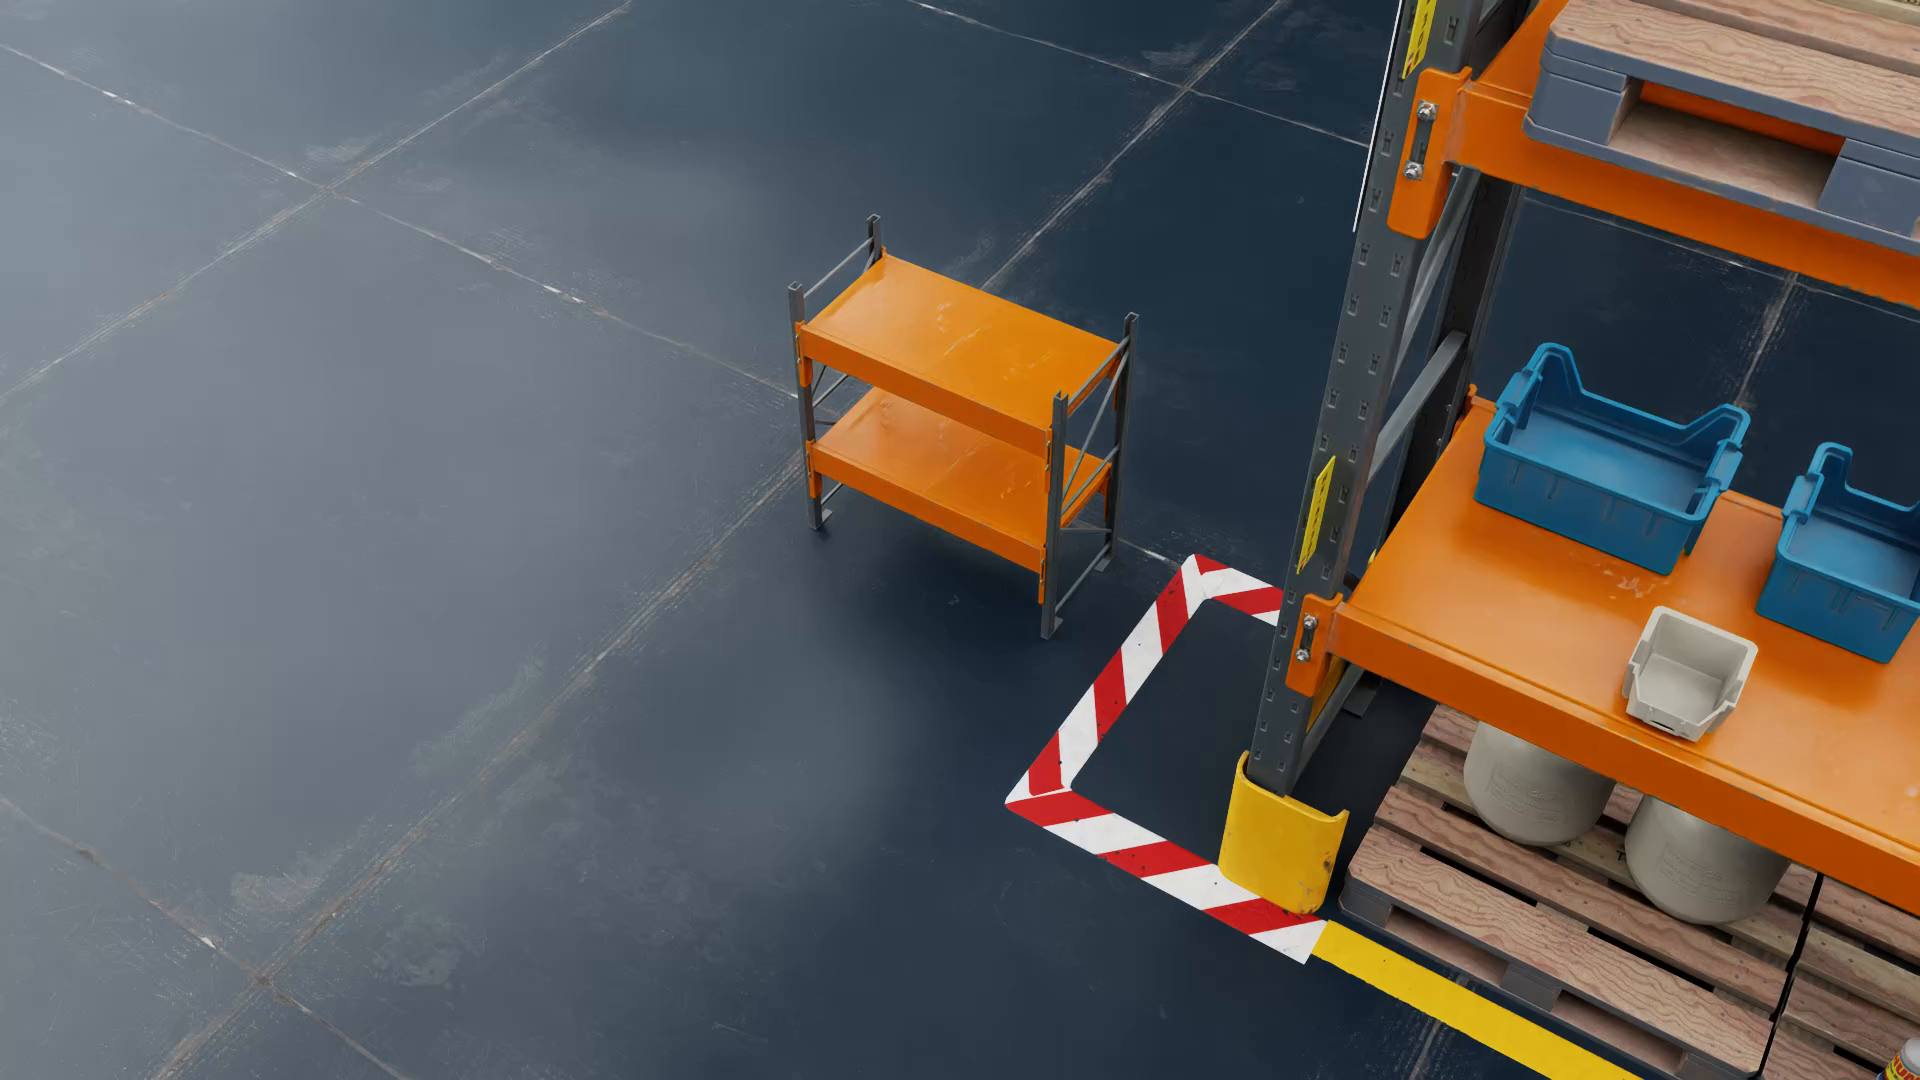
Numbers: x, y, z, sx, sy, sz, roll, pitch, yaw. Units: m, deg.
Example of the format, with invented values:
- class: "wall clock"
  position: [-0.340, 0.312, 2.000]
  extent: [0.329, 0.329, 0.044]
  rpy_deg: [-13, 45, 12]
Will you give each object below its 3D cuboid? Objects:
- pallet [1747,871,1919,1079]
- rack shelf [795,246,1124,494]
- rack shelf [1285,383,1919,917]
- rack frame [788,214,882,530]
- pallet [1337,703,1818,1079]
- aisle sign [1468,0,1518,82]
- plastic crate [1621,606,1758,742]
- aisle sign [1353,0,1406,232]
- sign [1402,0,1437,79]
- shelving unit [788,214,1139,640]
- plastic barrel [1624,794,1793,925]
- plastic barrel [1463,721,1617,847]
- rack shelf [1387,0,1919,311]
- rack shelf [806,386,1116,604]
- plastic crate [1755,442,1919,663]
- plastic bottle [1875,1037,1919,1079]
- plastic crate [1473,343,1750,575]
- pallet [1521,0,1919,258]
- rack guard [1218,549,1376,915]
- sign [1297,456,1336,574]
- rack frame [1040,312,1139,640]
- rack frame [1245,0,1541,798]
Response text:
- class: "pallet"
  position: [2.954, 1.472, 4.672]
  extent: [1.213, 0.211, 1.003]
  rpy_deg: [25, 51, 22]
- class: "rack shelf"
  position: [0.006, -0.593, 5.634]
  extent: [1.000, 0.278, 0.538]
  rpy_deg: [25, 51, 22]
- class: "rack shelf"
  position: [2.845, 0.734, 3.947]
  extent: [4.000, 0.370, 1.077]
  rpy_deg: [25, 51, 22]
- class: "rack frame"
  position: [-0.422, -0.586, 6.035]
  extent: [0.032, 1.125, 0.500]
  rpy_deg: [25, 51, 22]
- class: "pallet"
  position: [1.931, 0.999, 5.132]
  extent: [1.213, 0.211, 1.003]
  rpy_deg: [25, 51, 22]
- class: "aisle sign"
  position: [1.261, -1.404, 3.711]
  extent: [0.004, 0.787, 0.394]
  rpy_deg: [25, 51, 22]
- class: "plastic crate"
  position: [1.741, 0.341, 4.011]
  extent: [0.250, 0.136, 0.298]
  rpy_deg: [25, 51, 22]
- class: "aisle sign"
  position: [0.942, -1.048, 3.364]
  extent: [0.004, 0.787, 0.394]
  rpy_deg: [25, 51, 22]
- class: "sign"
  position: [0.860, -1.009, 3.041]
  extent: [0.005, 0.325, 0.100]
  rpy_deg: [25, 51, 22]
- class: "shelving unit"
  position: [0.006, -0.389, 5.844]
  extent: [1.048, 1.125, 0.538]
  rpy_deg: [25, 51, 22]
- class: "plastic barrel"
  position: [2.178, 0.832, 4.792]
  extent: [0.421, 0.512, 0.421]
  rpy_deg: [0, 46, 0]
- class: "plastic barrel"
  position: [1.756, 0.638, 4.980]
  extent: [0.421, 0.512, 0.421]
  rpy_deg: [0, 46, 0]
- class: "rack shelf"
  position: [2.845, -0.312, 2.871]
  extent: [4.000, 0.370, 1.077]
  rpy_deg: [25, 51, 22]
- class: "rack shelf"
  position: [0.006, -0.219, 6.019]
  extent: [1.000, 0.278, 0.538]
  rpy_deg: [25, 51, 22]
- class: "plastic crate"
  position: [2.287, 0.029, 4.234]
  extent: [0.408, 0.251, 0.499]
  rpy_deg: [25, 51, 22]
- class: "plastic bottle"
  position: [2.519, 1.396, 4.397]
  extent: [0.097, 0.271, 0.097]
  rpy_deg: [0, 46, 0]
- class: "plastic crate"
  position: [1.744, -0.226, 4.482]
  extent: [0.616, 0.251, 0.499]
  rpy_deg: [25, 51, 22]
- class: "pallet"
  position: [1.805, -0.891, 3.065]
  extent: [1.213, 0.211, 1.003]
  rpy_deg: [25, 51, 22]
- class: "rack guard"
  position: [1.250, 0.581, 5.337]
  extent: [0.348, 0.500, 1.175]
  rpy_deg: [25, 51, 22]
- class: "sign"
  position: [0.860, -0.057, 4.021]
  extent: [0.005, 0.325, 0.100]
  rpy_deg: [25, 51, 22]
- class: "rack frame"
  position: [0.434, -0.193, 5.653]
  extent: [0.032, 1.125, 0.500]
  rpy_deg: [25, 51, 22]
- class: "rack frame"
  position: [1.161, -0.291, 4.442]
  extent: [0.127, 3.000, 1.000]
  rpy_deg: [25, 51, 22]
